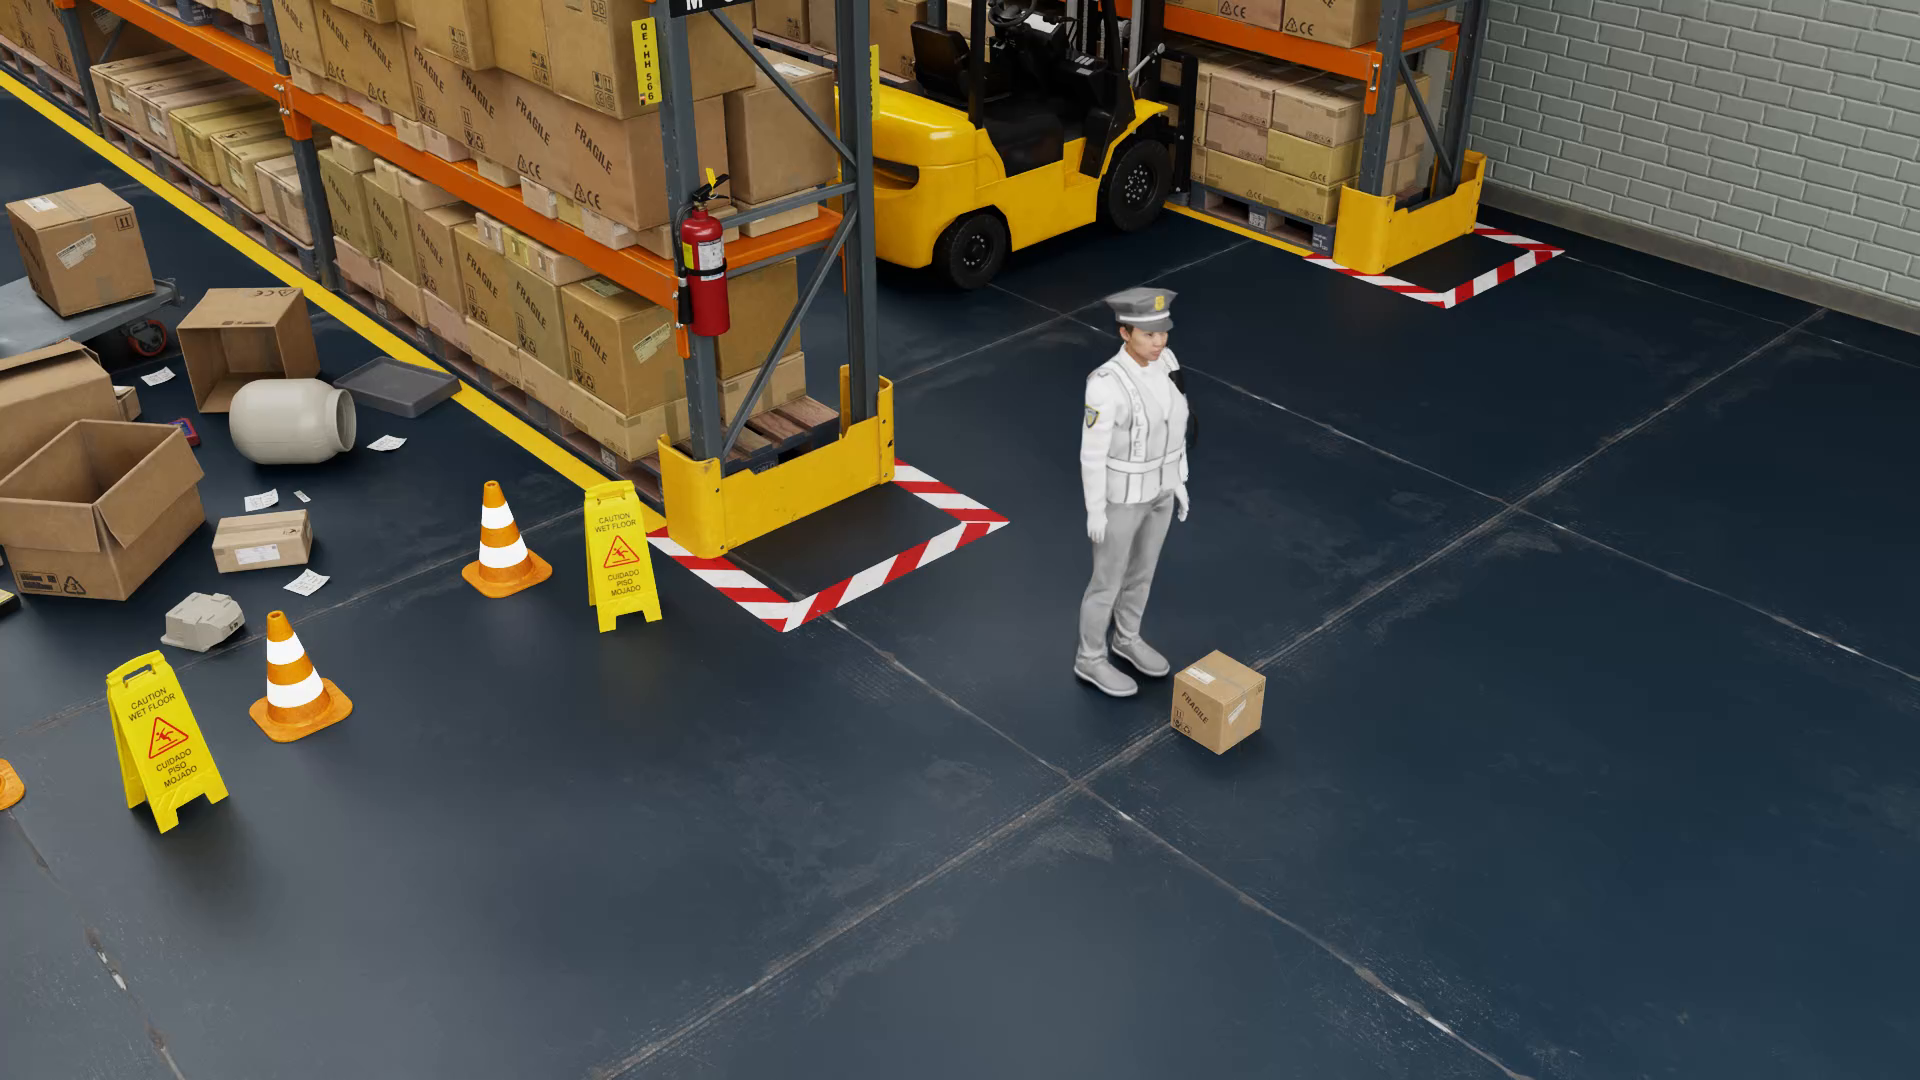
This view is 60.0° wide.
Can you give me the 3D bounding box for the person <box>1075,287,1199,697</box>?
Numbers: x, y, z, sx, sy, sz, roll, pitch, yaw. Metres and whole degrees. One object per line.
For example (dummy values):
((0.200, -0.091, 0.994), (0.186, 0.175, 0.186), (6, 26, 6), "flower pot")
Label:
((0.672, -0.183, 6.373), (0.486, 1.686, 0.334), (-26, 40, -35), "person")
